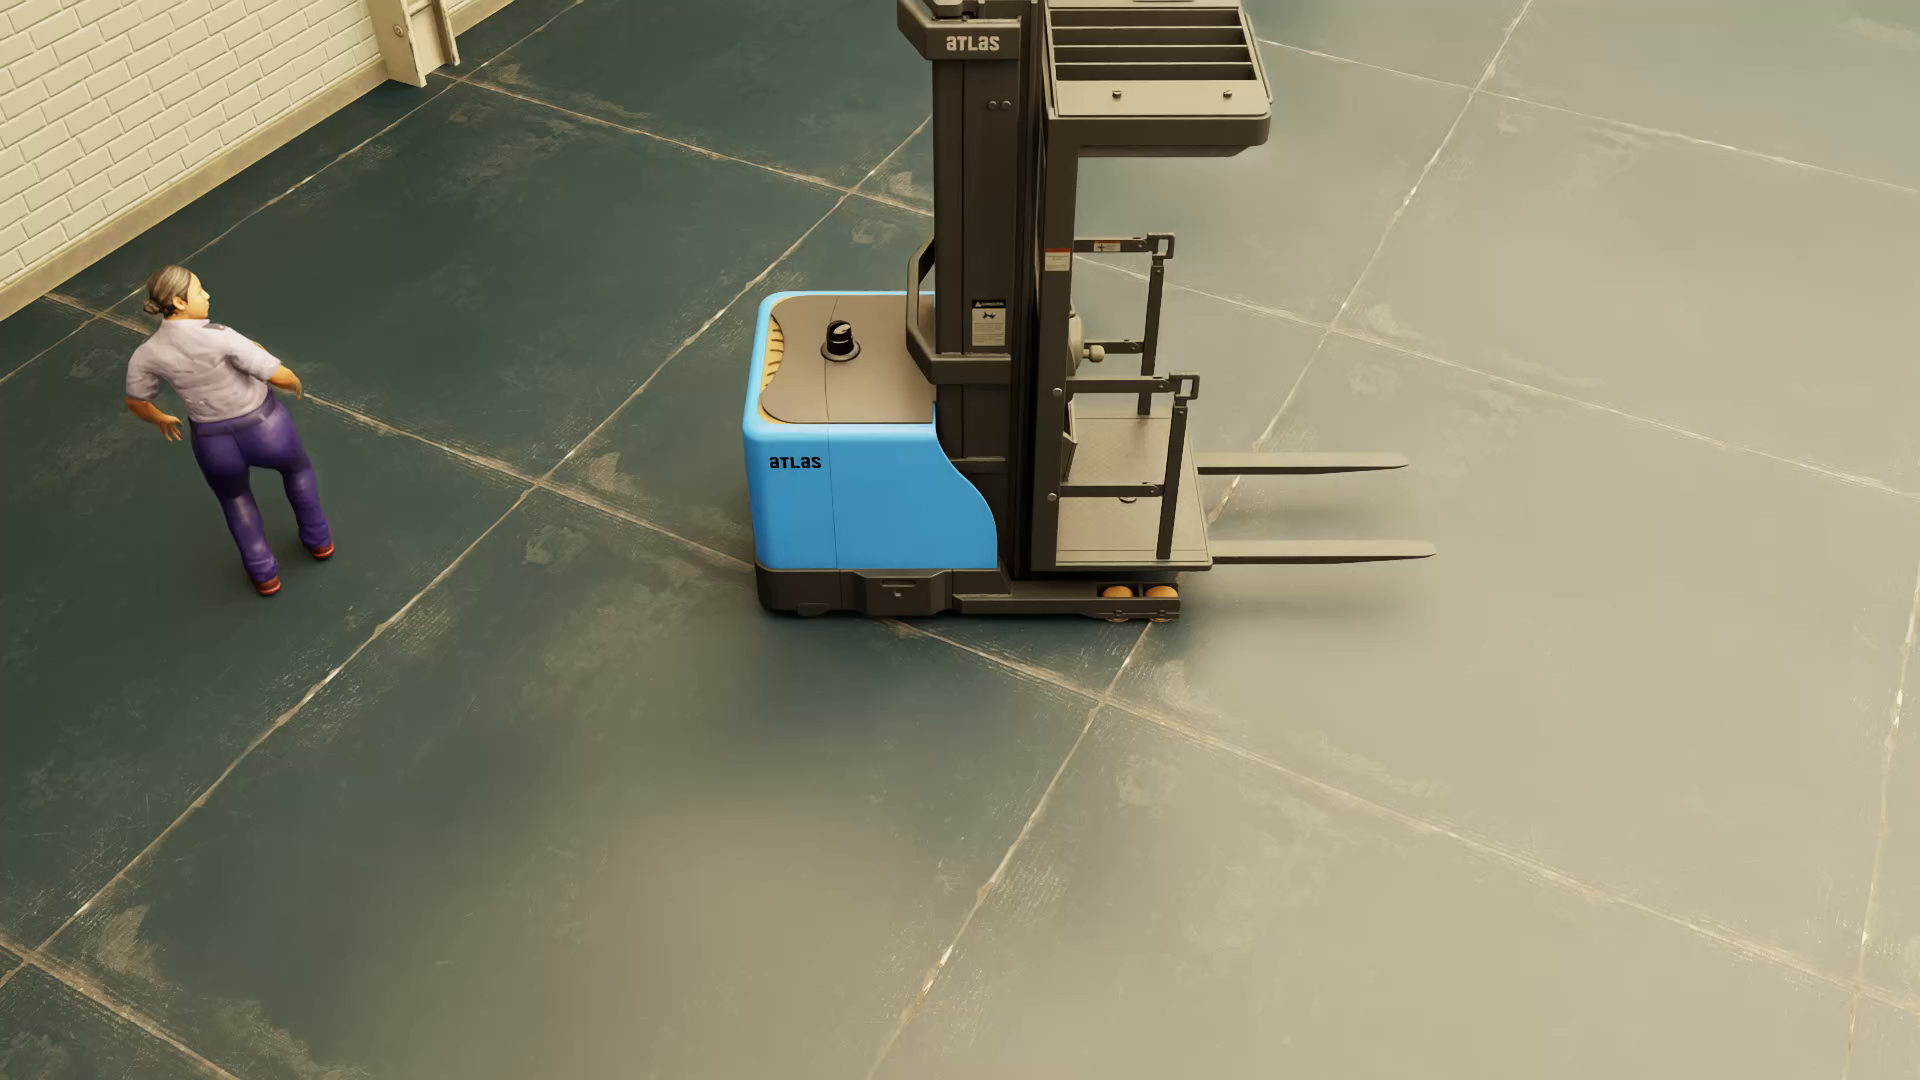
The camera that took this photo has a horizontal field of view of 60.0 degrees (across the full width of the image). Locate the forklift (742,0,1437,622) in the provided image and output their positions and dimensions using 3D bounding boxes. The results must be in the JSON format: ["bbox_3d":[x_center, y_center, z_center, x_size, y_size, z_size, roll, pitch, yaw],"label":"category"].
[{"bbox_3d":[0.610,-1.069,6.788,3.031,2.935,1.130,0,43,0],"label":"forklift"}]

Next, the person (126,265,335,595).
[{"bbox_3d":[-3.127,-0.477,7.135,0.685,1.614,0.492,-11,44,-11],"label":"person"}]
